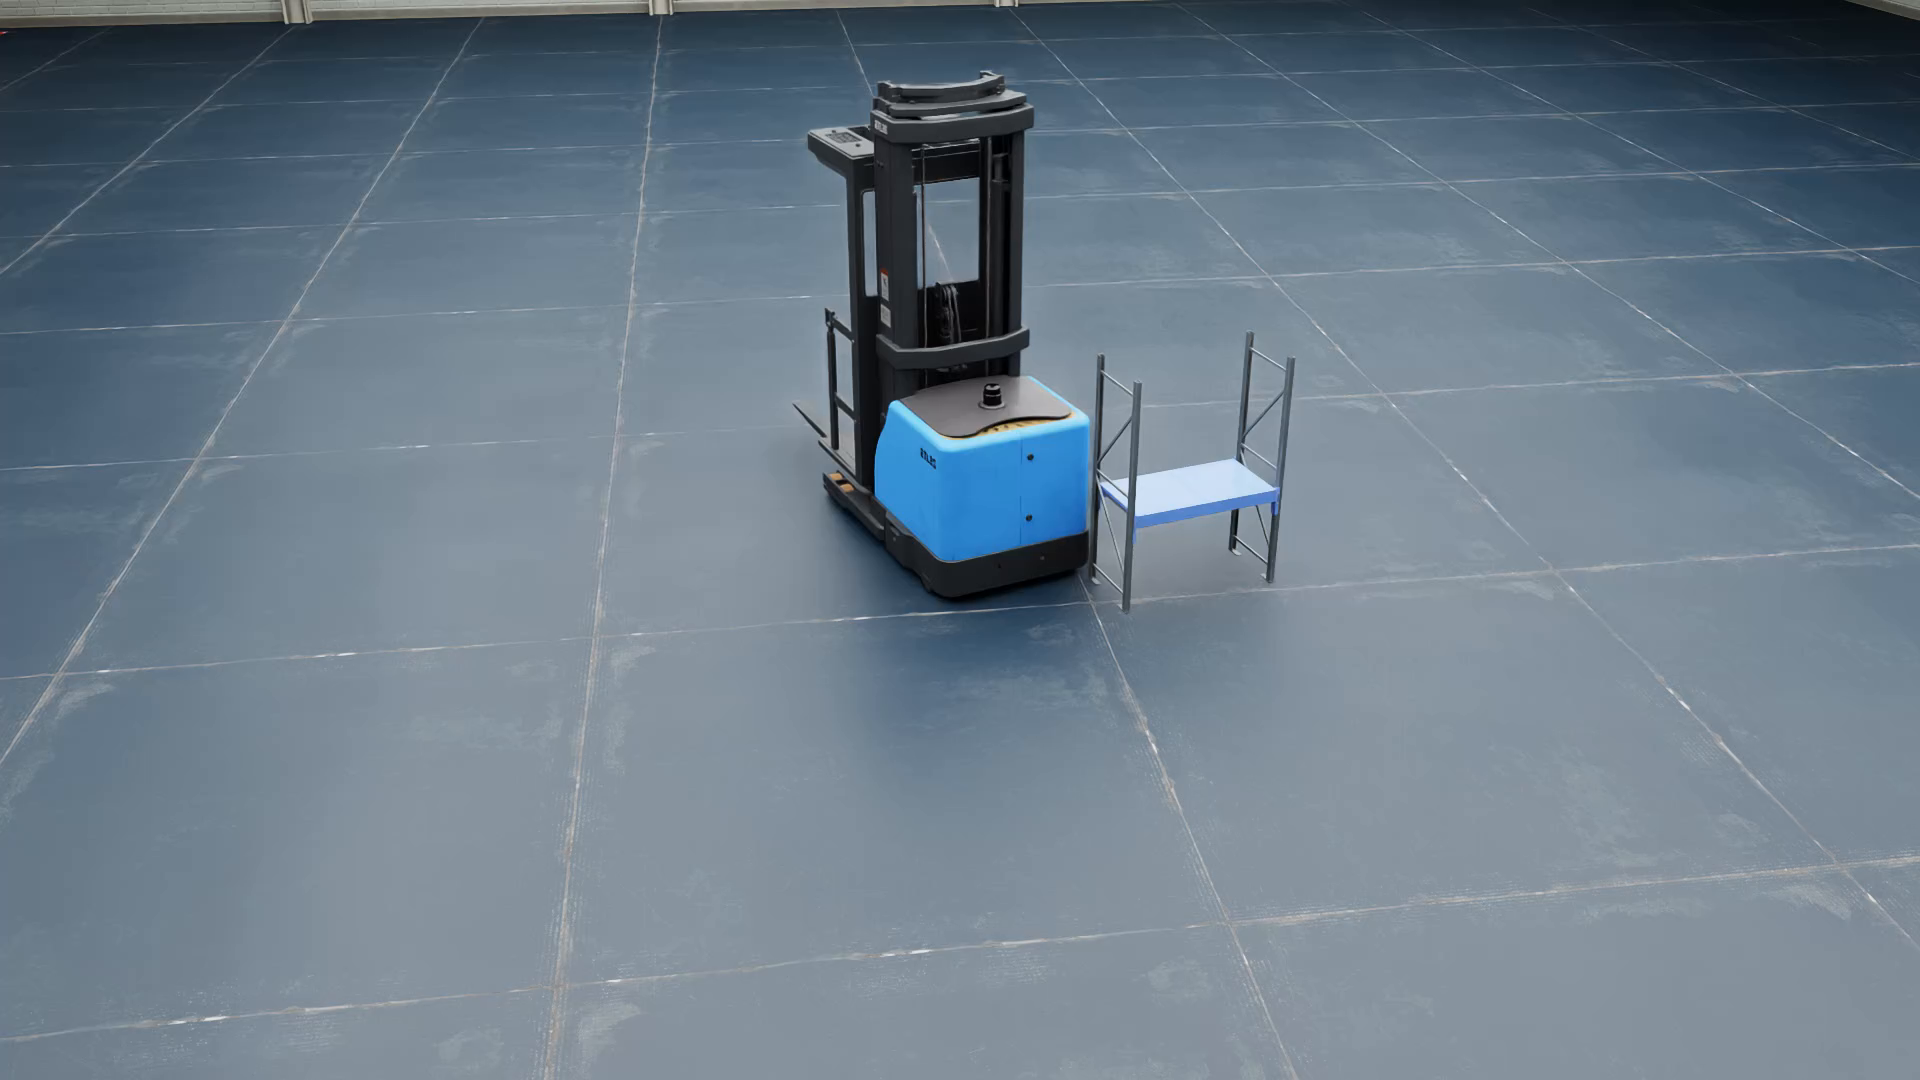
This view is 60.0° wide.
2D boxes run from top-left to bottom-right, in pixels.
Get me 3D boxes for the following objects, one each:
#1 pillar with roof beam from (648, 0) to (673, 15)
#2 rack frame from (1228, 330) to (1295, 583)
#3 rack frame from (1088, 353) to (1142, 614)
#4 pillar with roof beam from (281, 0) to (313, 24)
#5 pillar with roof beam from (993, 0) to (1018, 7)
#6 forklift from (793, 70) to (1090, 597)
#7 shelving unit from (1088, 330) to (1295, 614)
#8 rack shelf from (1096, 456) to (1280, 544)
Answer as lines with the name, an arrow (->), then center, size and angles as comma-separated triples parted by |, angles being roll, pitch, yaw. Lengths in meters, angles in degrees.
pillar with roof beam -> -4.536, -11.119, 22.765 | 0.400, 9.000, 9.100 | -4, 27, -7
rack frame -> 1.858, -0.506, 10.296 | 0.032, 1.500, 0.500 | -11, 29, -20
rack frame -> 0.920, -0.327, 9.948 | 0.032, 1.500, 0.500 | -11, 29, -20
pillar with roof beam -> -10.477, -10.737, 22.022 | 0.400, 9.000, 9.100 | -4, 27, -7
pillar with roof beam -> 1.406, -11.501, 23.509 | 0.400, 9.000, 9.100 | -4, 27, -7
forklift -> -0.293, -1.602, 10.863 | 1.130, 2.935, 3.031 | -13, 30, -23
shelving unit -> 1.389, -0.417, 10.122 | 1.048, 1.500, 0.538 | -11, 29, -20
rack shelf -> 1.389, -0.257, 10.204 | 1.000, 0.185, 0.538 | -11, 29, -20
